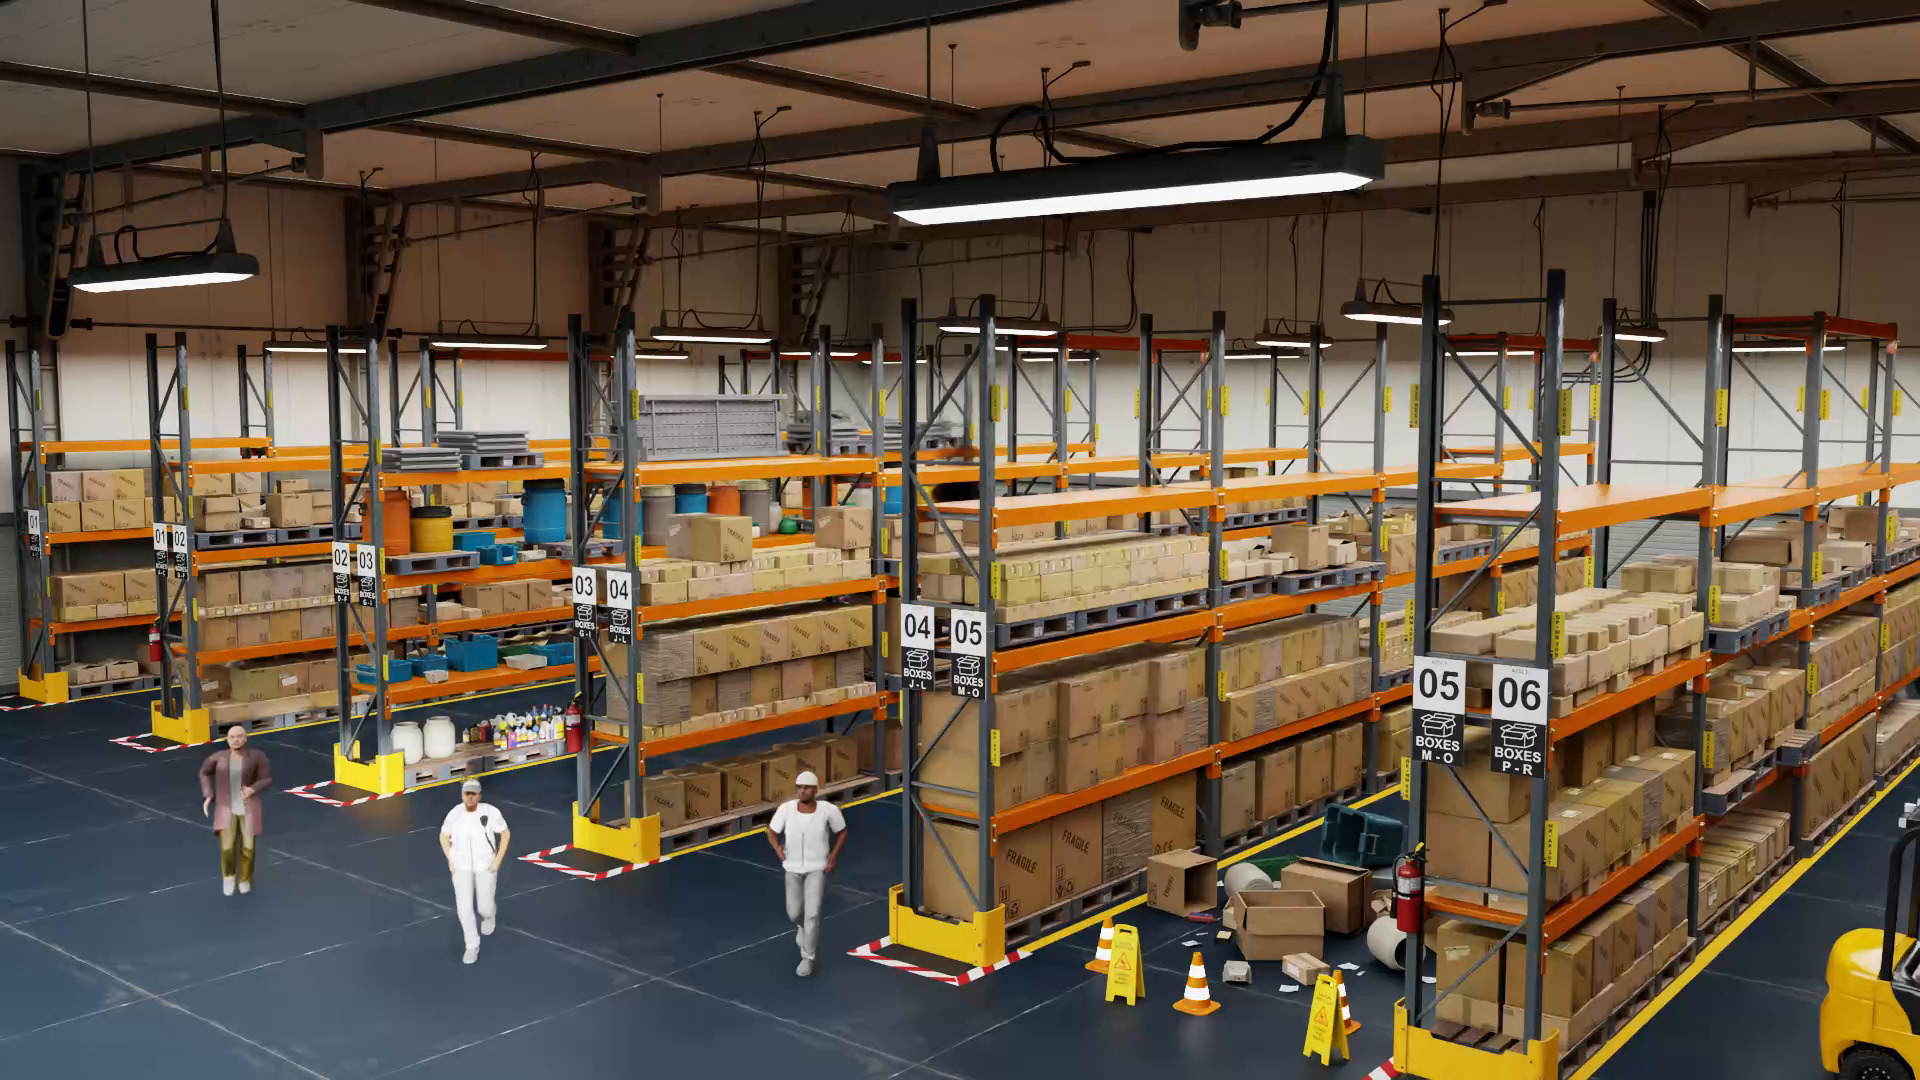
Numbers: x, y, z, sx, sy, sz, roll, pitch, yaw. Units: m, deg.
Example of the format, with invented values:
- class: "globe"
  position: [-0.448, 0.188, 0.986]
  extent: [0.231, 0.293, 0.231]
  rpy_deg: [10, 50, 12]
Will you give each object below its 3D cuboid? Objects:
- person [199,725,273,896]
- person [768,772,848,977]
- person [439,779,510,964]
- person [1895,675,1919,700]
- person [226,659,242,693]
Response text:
- class: "person"
  position: [-7.350, 2.764, 16.914]
  extent: [0.695, 1.746, 0.705]
  rpy_deg: [-2, 6, -23]
- class: "person"
  position: [-1.388, 2.952, 14.963]
  extent: [0.713, 1.761, 0.801]
  rpy_deg: [1, 5, 6]
- class: "person"
  position: [-4.457, 2.991, 15.298]
  extent: [0.627, 1.638, 0.675]
  rpy_deg: [-1, 5, -11]
- class: "person"
  position: [14.723, 2.047, 25.700]
  extent: [0.606, 1.676, 0.704]
  rpy_deg: [-1, 5, -13]
- class: "person"
  position: [-11.857, 1.887, 27.128]
  extent: [0.592, 1.736, 0.683]
  rpy_deg: [3, 6, 30]
